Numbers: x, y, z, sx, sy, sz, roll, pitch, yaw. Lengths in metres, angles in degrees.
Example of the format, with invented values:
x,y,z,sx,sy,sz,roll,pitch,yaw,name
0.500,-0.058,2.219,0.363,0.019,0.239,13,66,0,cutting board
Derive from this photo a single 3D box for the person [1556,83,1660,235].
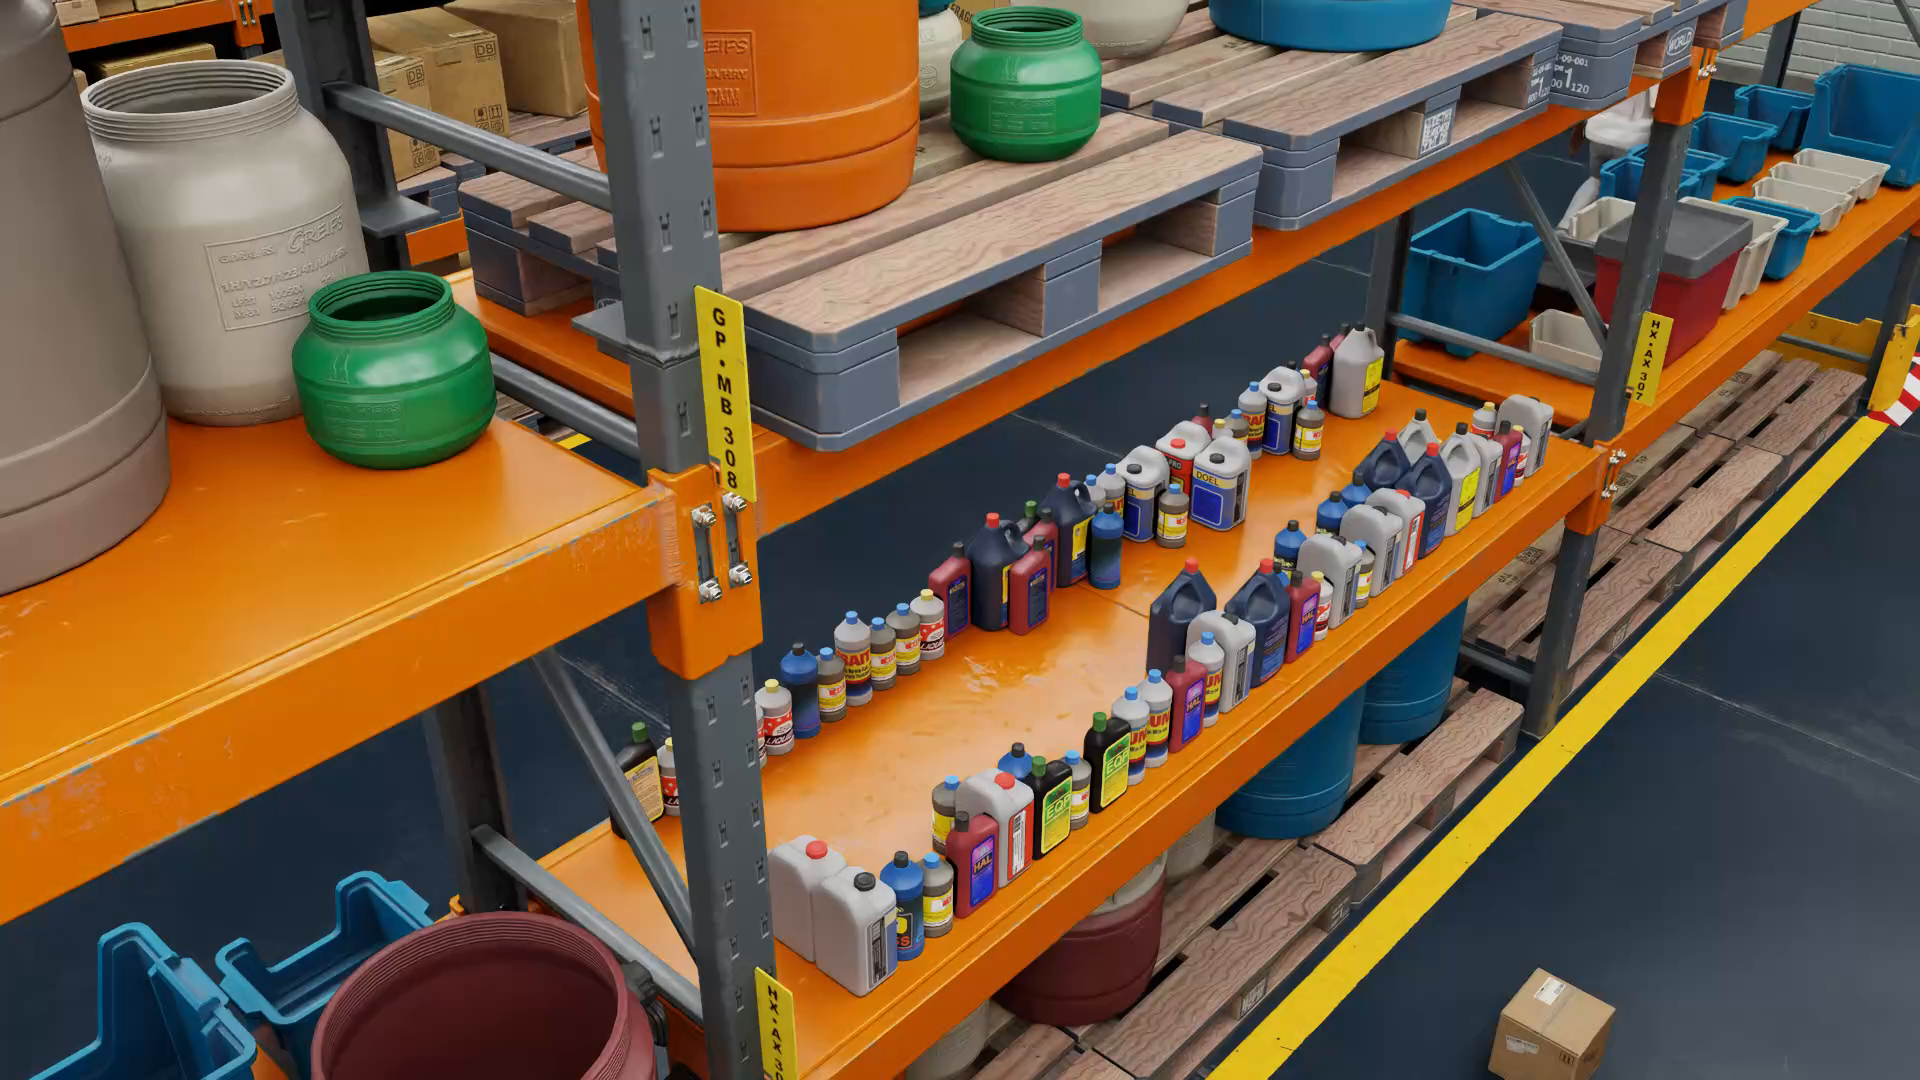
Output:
x,y,z,sx,sy,sz,roll,pitch,yaw,name
4.026,-2.448,10.129,0.492,1.753,0.624,-24,39,-34,person
